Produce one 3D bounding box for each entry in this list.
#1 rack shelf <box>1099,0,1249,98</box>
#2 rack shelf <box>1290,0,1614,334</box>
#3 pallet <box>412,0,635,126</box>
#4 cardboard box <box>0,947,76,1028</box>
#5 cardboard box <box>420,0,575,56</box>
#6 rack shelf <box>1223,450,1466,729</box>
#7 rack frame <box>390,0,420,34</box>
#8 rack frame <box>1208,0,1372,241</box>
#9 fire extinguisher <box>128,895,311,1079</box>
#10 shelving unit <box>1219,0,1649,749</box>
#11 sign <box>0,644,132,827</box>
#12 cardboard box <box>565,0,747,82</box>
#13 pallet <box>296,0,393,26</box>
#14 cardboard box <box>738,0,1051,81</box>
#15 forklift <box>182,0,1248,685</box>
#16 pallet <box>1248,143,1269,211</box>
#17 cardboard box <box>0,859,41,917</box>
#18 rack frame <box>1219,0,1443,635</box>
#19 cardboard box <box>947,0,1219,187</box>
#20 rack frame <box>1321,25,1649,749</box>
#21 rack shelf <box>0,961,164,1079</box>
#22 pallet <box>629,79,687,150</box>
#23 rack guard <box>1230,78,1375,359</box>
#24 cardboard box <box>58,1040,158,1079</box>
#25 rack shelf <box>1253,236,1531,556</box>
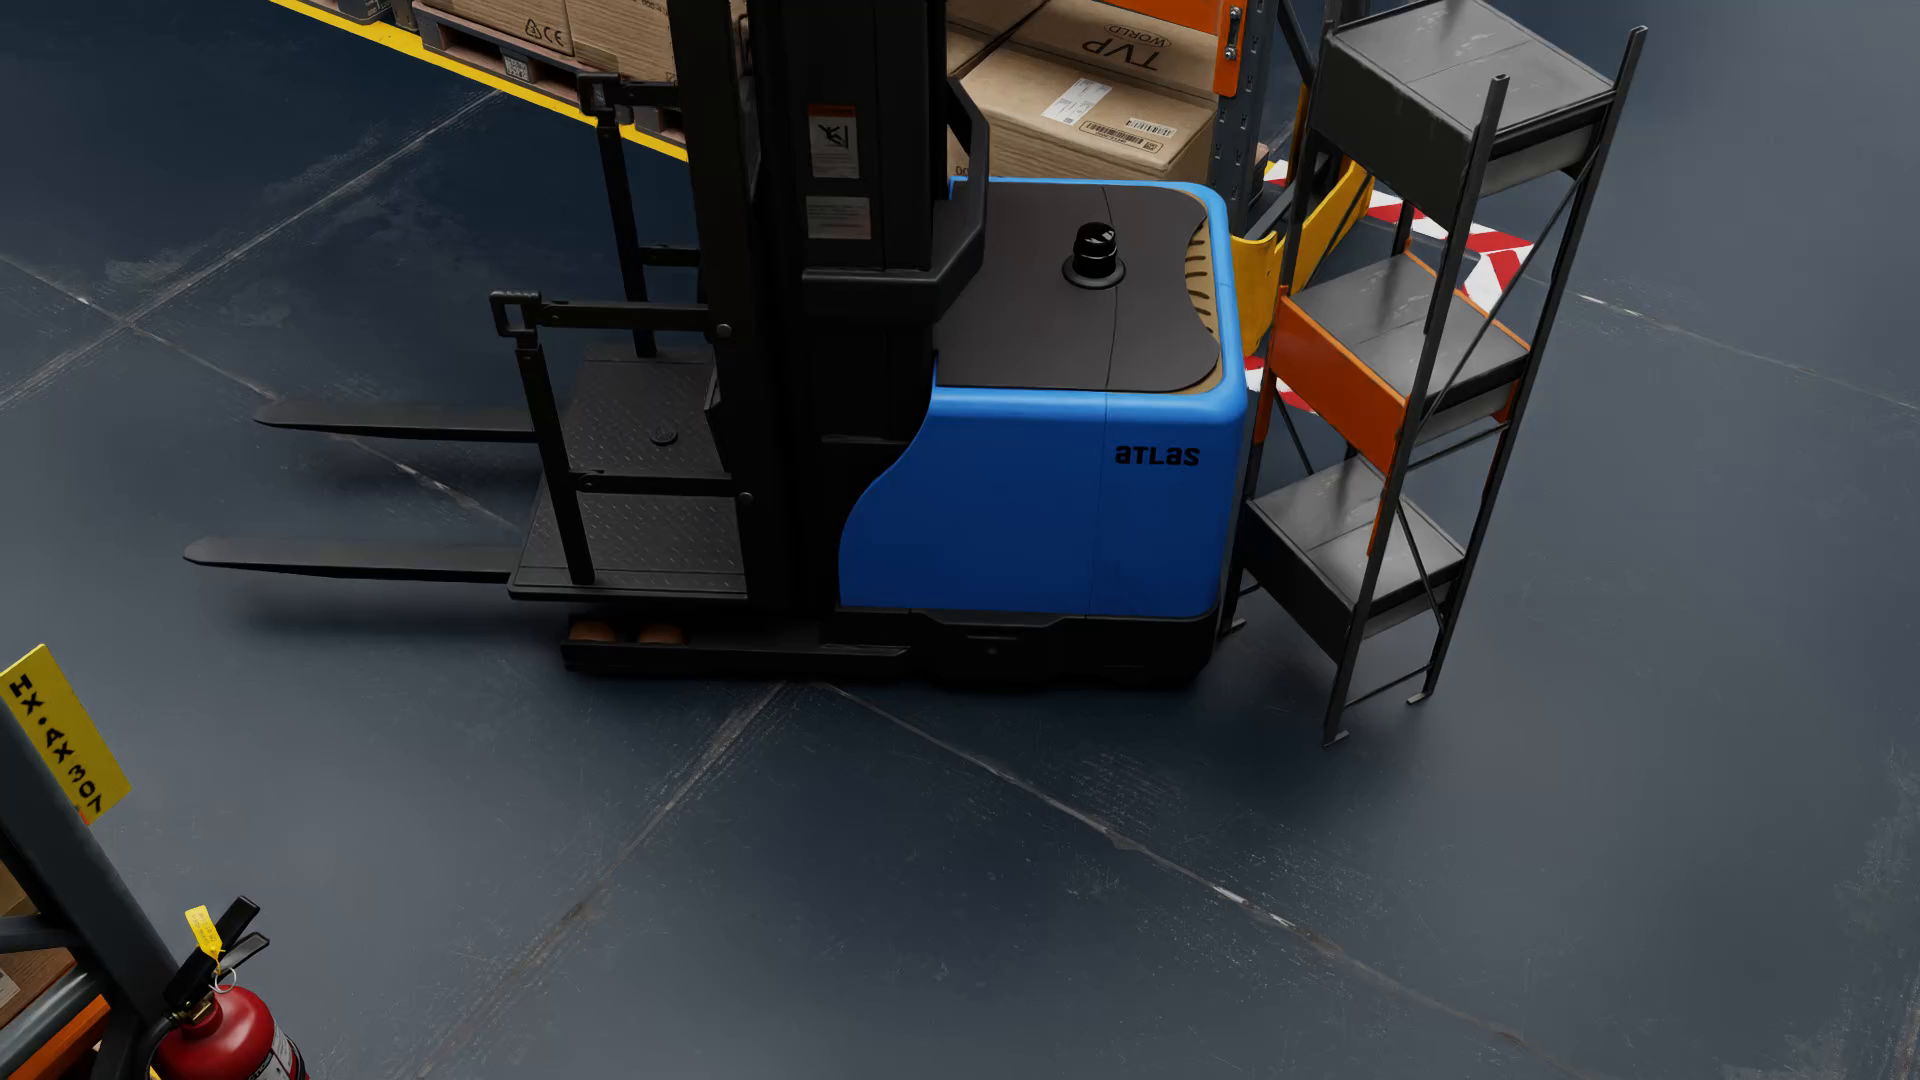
[{"bbox_3d":[-0.536,-2.613,6.199,4.000,0.370,1.077,25,51,22],"label":"rack shelf"},{"bbox_3d":[1.074,-0.851,3.655,0.431,0.518,0.480,-22,50,-20],"label":"rack shelf"},{"bbox_3d":[-1.622,-2.324,7.361,1.213,0.211,1.003,25,51,22],"label":"pallet"},{"bbox_3d":[-1.658,0.704,2.650,0.250,0.149,0.380,24,51,22],"label":"cardboard box"},{"bbox_3d":[-1.749,-2.583,7.162,0.875,0.438,0.875,24,50,22],"label":"cardboard box"},{"bbox_3d":[1.074,0.125,4.659,0.431,0.518,0.480,-22,50,-20],"label":"rack shelf"},{"bbox_3d":[-2.220,-3.638,6.693,0.127,3.000,1.000,25,51,22],"label":"rack frame"},{"bbox_3d":[1.147,-2.089,5.188,0.127,3.000,1.000,25,51,22],"label":"rack frame"},{"bbox_3d":[-1.156,0.844,2.652,0.183,0.674,0.296,25,51,22],"label":"fire extinguisher"},{"bbox_3d":[1.074,-0.372,4.148,0.431,2.100,0.503,-22,50,-20],"label":"shelving unit"},{"bbox_3d":[-1.237,0.280,2.283,0.005,0.325,0.100,25,51,22],"label":"sign"},{"bbox_3d":[-0.995,-2.237,6.826,0.875,0.438,0.875,23,50,21],"label":"cardboard box"},{"bbox_3d":[-2.910,-2.919,7.939,1.213,0.211,1.003,25,51,22],"label":"pallet"},{"bbox_3d":[-0.237,-1.887,6.486,0.875,0.438,0.875,26,51,23],"label":"cardboard box"},{"bbox_3d":[-0.761,-1.002,4.180,3.031,2.935,1.130,2,46,2],"label":"forklift"},{"bbox_3d":[0.432,-1.379,6.443,1.213,0.211,1.003,25,51,22],"label":"pallet"},{"bbox_3d":[-1.766,0.519,2.551,0.500,0.250,0.500,25,51,22],"label":"cardboard box"},{"bbox_3d":[0.953,-0.524,4.295,0.400,2.100,0.015,-22,50,-20],"label":"rack frame"},{"bbox_3d":[0.538,-1.538,6.146,0.875,0.438,0.875,23,50,21],"label":"cardboard box"},{"bbox_3d":[1.195,-0.220,4.000,0.400,2.100,0.015,-22,50,-20],"label":"rack frame"},{"bbox_3d":[-3.213,0.385,3.286,4.000,0.370,1.077,25,51,22],"label":"rack shelf"},{"bbox_3d":[-0.591,-1.852,6.903,1.213,0.211,1.003,25,51,22],"label":"pallet"},{"bbox_3d":[1.167,-1.209,6.076,0.348,0.500,1.175,25,51,22],"label":"rack guard"},{"bbox_3d":[-1.993,1.339,3.306,0.637,0.503,0.797,23,50,21],"label":"cardboard box"},{"bbox_3d":[1.074,-0.363,4.157,0.431,0.518,0.480,-22,50,-20],"label":"rack shelf"}]
